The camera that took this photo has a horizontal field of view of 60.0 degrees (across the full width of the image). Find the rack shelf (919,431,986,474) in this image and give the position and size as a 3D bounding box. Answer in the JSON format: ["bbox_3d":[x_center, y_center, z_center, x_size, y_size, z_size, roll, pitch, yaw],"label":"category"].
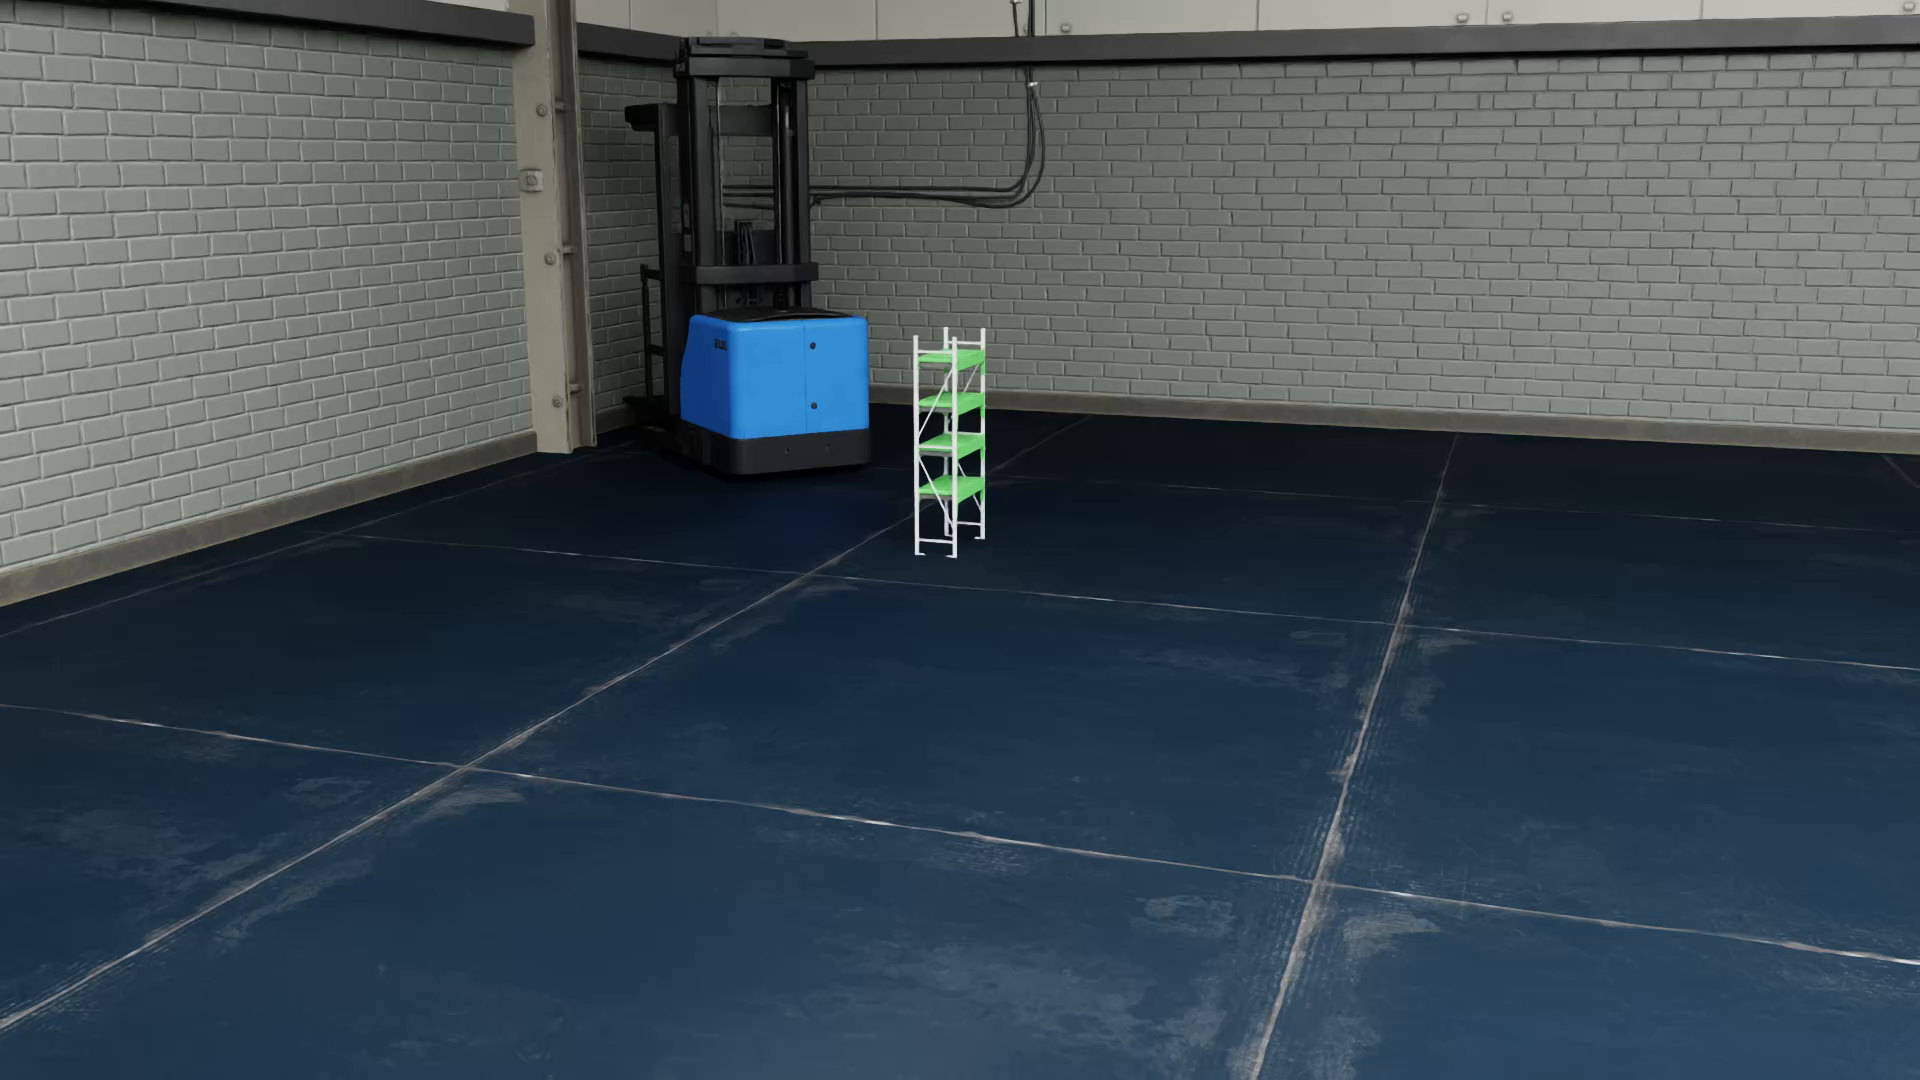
[{"bbox_3d":[-0.054,-0.488,9.216,0.258,0.148,0.480,4,14,18],"label":"rack shelf"}]

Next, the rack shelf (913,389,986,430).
[{"bbox_3d":[-0.054,-0.722,9.163,0.258,0.148,0.480,4,14,18],"label":"rack shelf"}]

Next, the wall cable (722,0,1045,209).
[{"bbox_3d":[-0.762,-4.089,14.160,3.097,2.526,0.112,4,14,18],"label":"wall cable"}]

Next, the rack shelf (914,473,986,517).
[{"bbox_3d":[-0.054,-0.254,9.269,0.258,0.148,0.480,4,14,18],"label":"rack shelf"}]

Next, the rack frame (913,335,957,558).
[{"bbox_3d":[-0.132,-0.499,8.977,0.240,1.200,0.015,4,14,18],"label":"rack frame"}]

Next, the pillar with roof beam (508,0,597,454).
[{"bbox_3d":[1.107,-4.768,10.156,9.100,9.000,0.400,4,14,18],"label":"pillar with roof beam"}]

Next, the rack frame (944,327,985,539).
[{"bbox_3d":[0.025,-0.601,9.427,0.240,1.200,0.015,4,14,18],"label":"rack frame"}]

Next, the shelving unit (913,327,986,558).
[{"bbox_3d":[-0.054,-0.550,9.202,0.258,1.200,0.503,4,14,18],"label":"shelving unit"}]

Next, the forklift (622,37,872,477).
[{"bbox_3d":[-1.768,-2.135,12.253,1.130,2.935,3.031,-7,15,-28],"label":"forklift"}]

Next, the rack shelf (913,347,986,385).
[{"bbox_3d":[-0.054,-0.956,9.109,0.258,0.148,0.480,4,14,18],"label":"rack shelf"}]
